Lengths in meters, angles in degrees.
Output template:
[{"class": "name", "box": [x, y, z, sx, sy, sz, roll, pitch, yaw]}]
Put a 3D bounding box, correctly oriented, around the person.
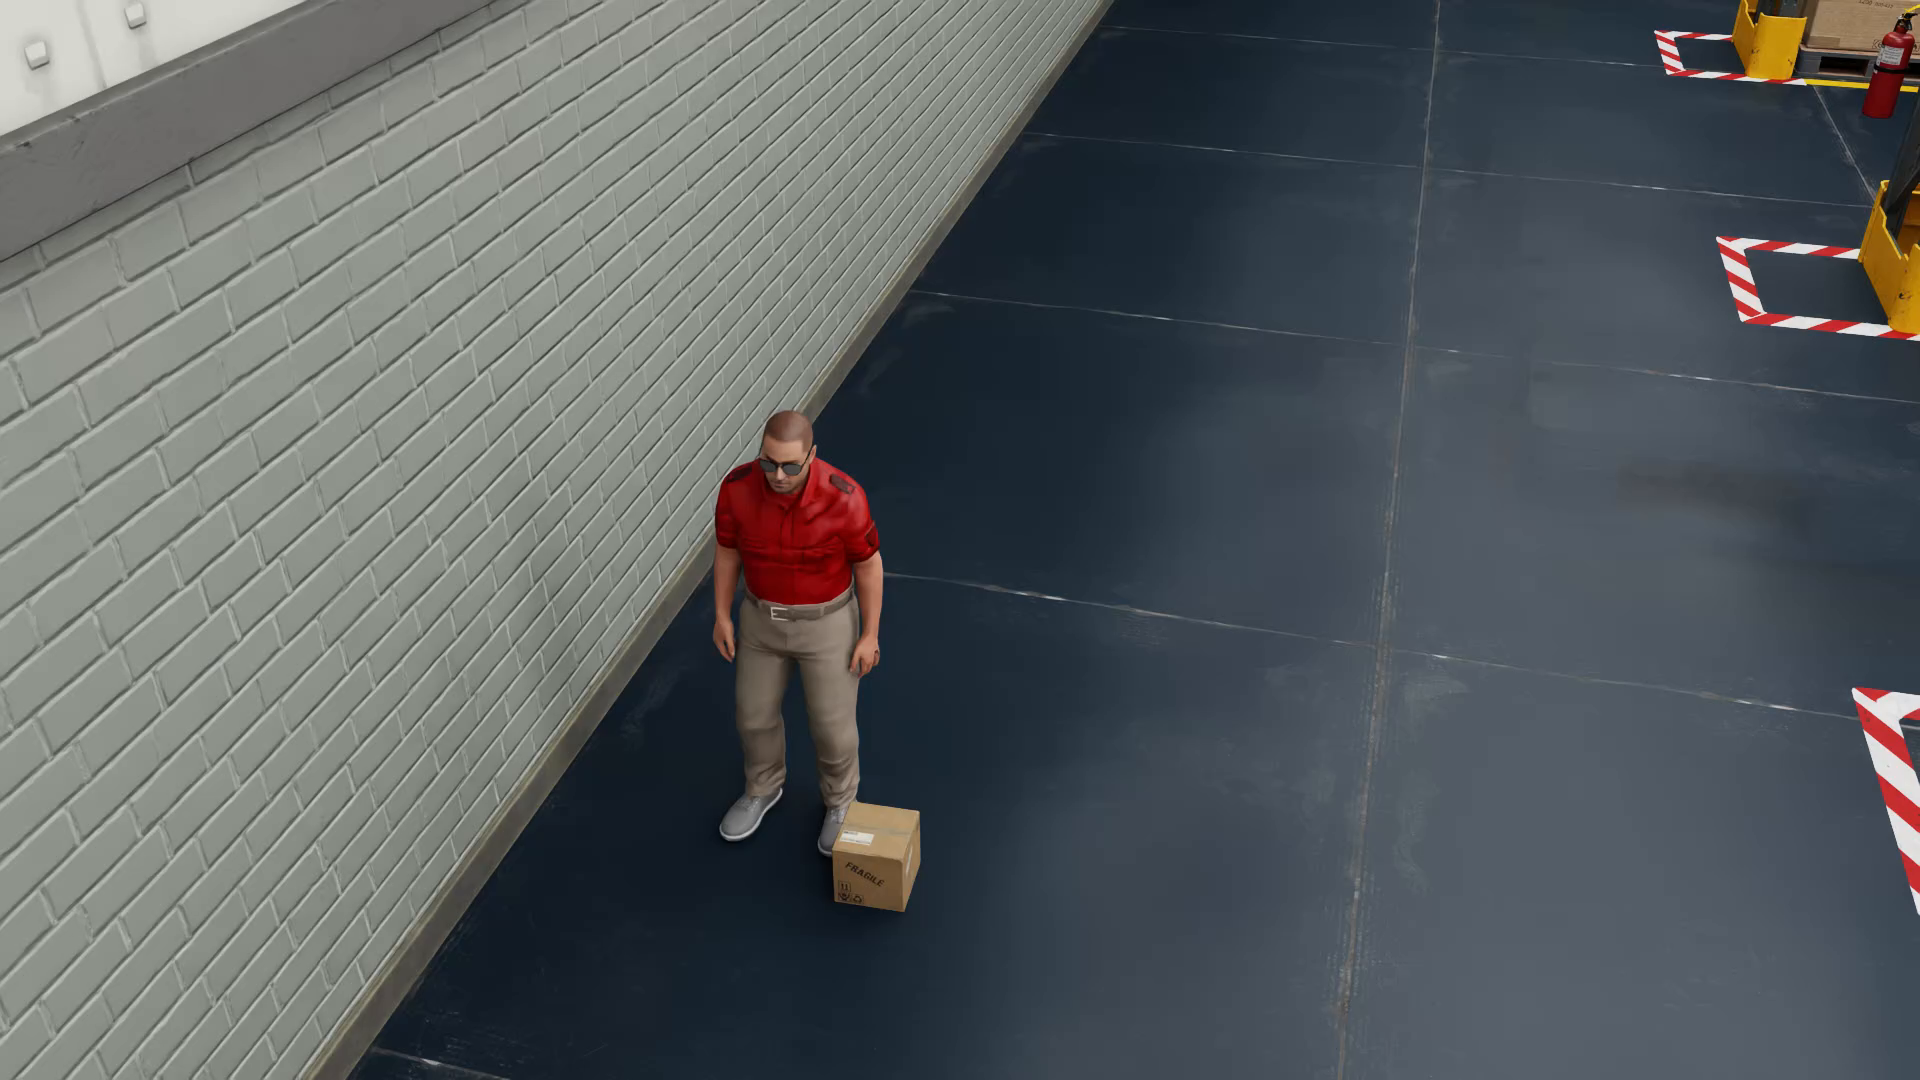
[{"class": "person", "box": [-0.561, 0.304, 5.677, 0.599, 1.726, 0.393, 6, 33, 10]}]
